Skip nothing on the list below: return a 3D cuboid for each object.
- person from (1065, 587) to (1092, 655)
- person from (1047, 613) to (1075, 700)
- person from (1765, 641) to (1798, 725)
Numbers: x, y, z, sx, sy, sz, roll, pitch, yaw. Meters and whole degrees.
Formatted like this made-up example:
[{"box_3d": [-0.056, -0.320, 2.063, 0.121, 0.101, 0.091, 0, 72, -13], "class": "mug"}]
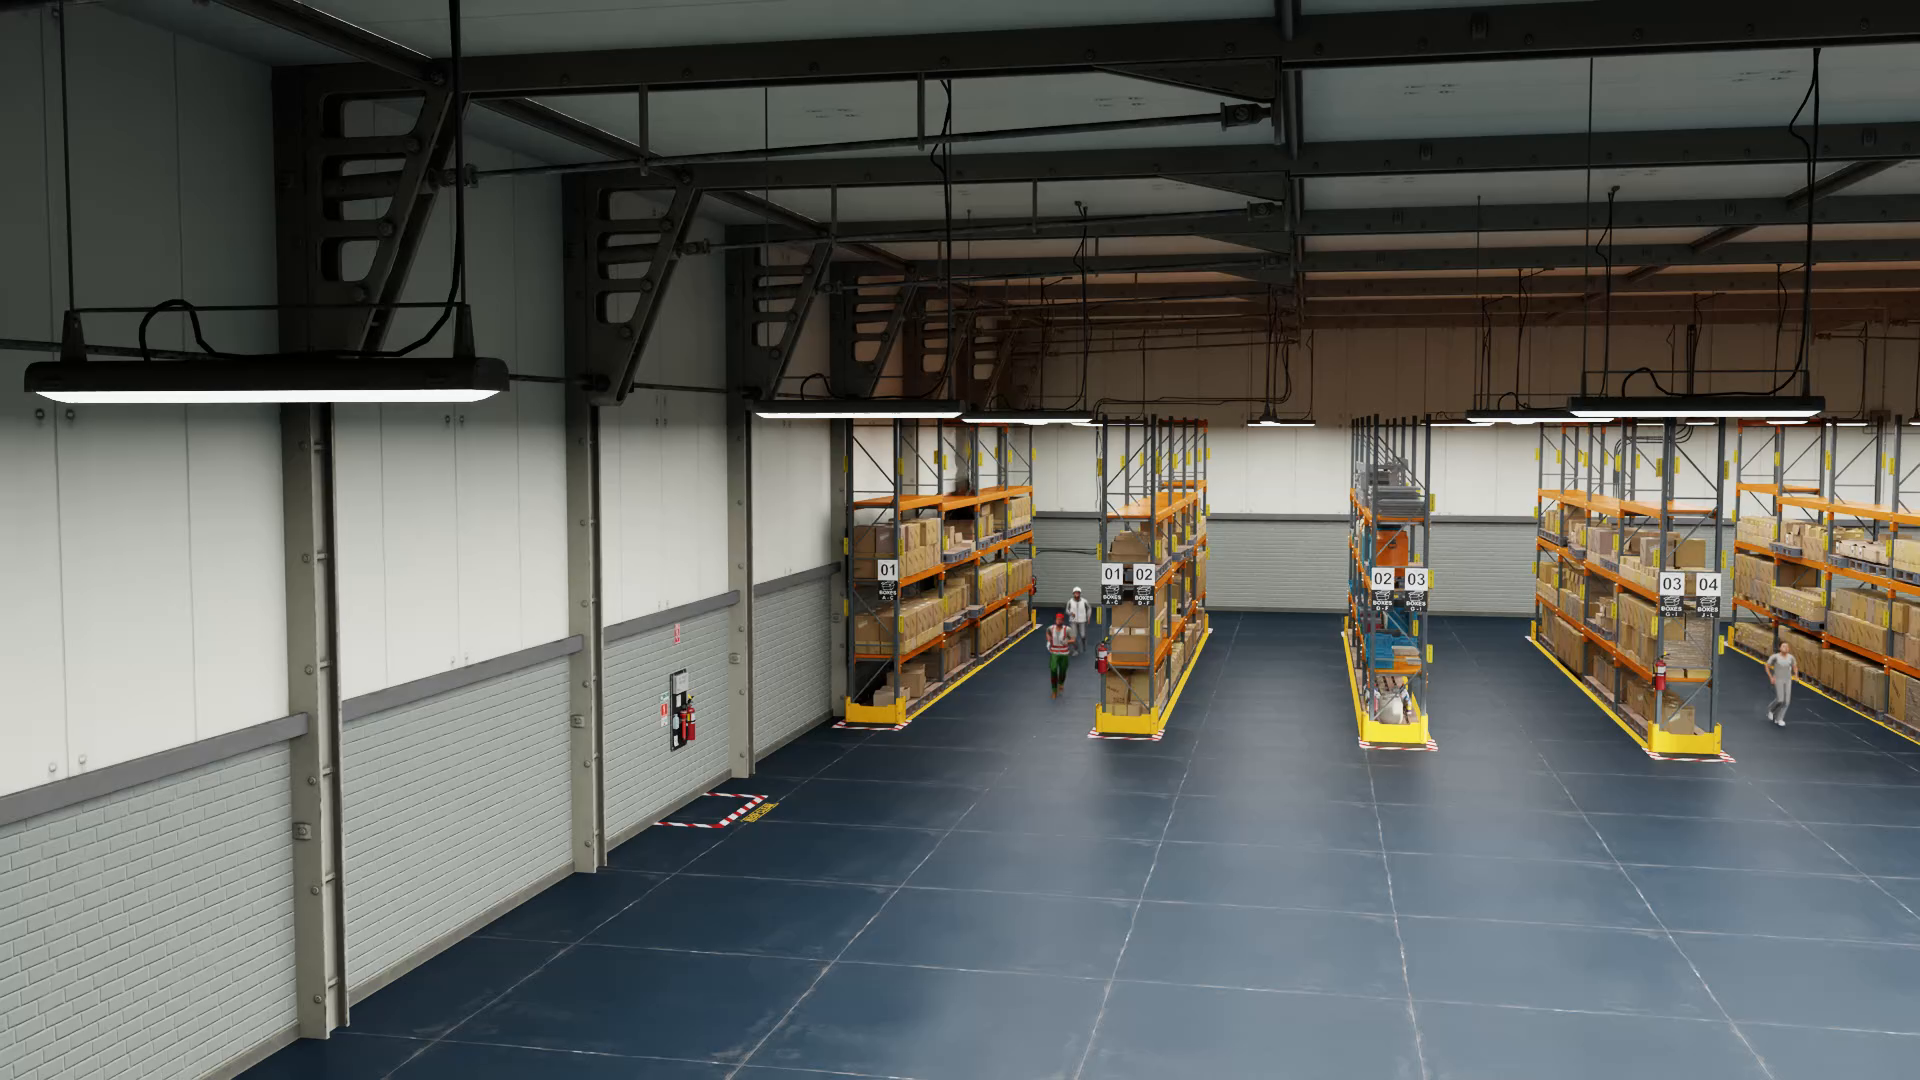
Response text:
[{"box_3d": [2.998, 2.067, 42.086, 0.669, 1.736, 0.591, 0, 4, 4], "class": "person"}, {"box_3d": [2.158, 2.470, 35.607, 0.622, 1.836, 1.006, 0, 4, 4], "class": "person"}, {"box_3d": [15.947, 2.766, 32.237, 0.579, 1.632, 0.559, 0, 4, 0], "class": "person"}]
